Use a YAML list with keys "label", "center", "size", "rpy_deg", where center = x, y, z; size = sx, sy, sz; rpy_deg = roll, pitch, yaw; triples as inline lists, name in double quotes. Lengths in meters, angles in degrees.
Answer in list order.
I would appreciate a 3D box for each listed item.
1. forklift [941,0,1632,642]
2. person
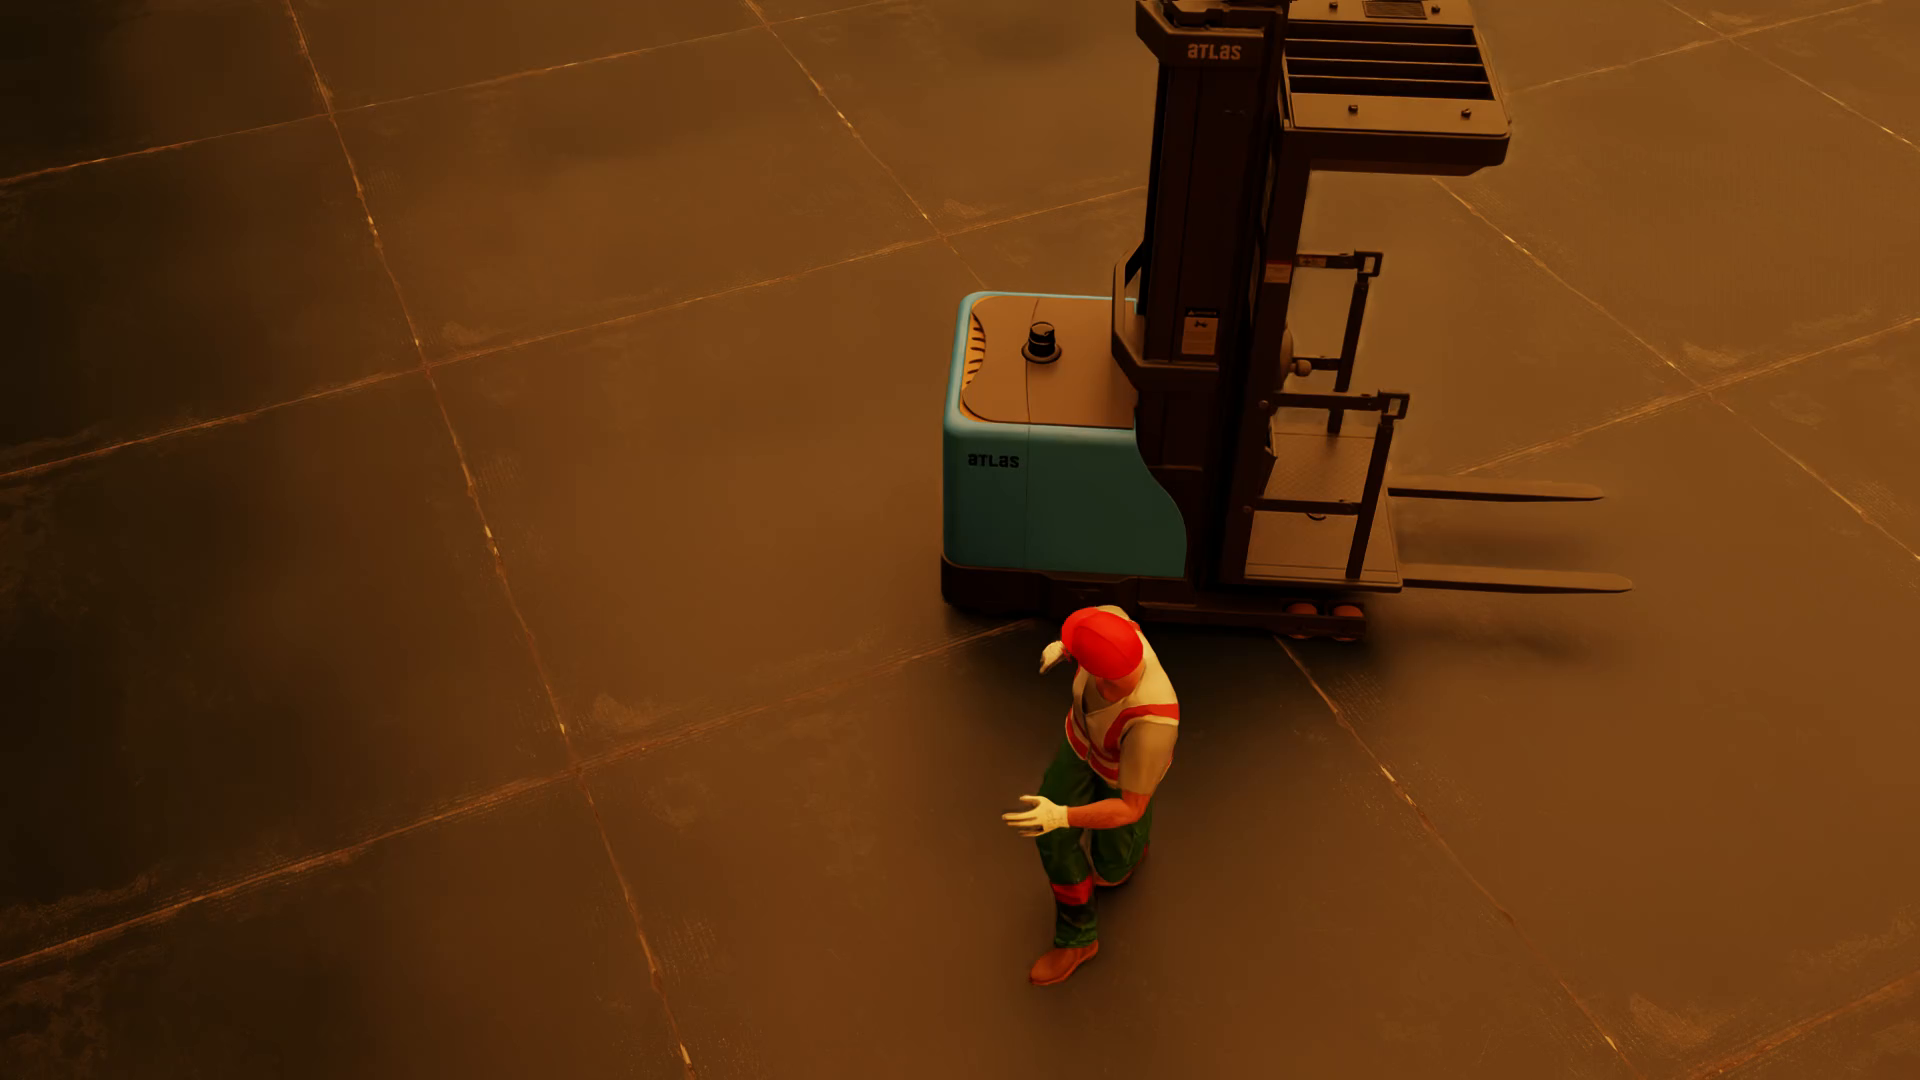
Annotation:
- label: "forklift"
  center: [1.459, -1.003, 6.755]
  size: [3.031, 2.935, 1.130]
  rpy_deg: [3, 43, 3]
- label: "person"
  center: [0.383, 0.782, 5.805]
  size: [0.832, 1.650, 0.821]
  rpy_deg: [-31, 51, -29]
